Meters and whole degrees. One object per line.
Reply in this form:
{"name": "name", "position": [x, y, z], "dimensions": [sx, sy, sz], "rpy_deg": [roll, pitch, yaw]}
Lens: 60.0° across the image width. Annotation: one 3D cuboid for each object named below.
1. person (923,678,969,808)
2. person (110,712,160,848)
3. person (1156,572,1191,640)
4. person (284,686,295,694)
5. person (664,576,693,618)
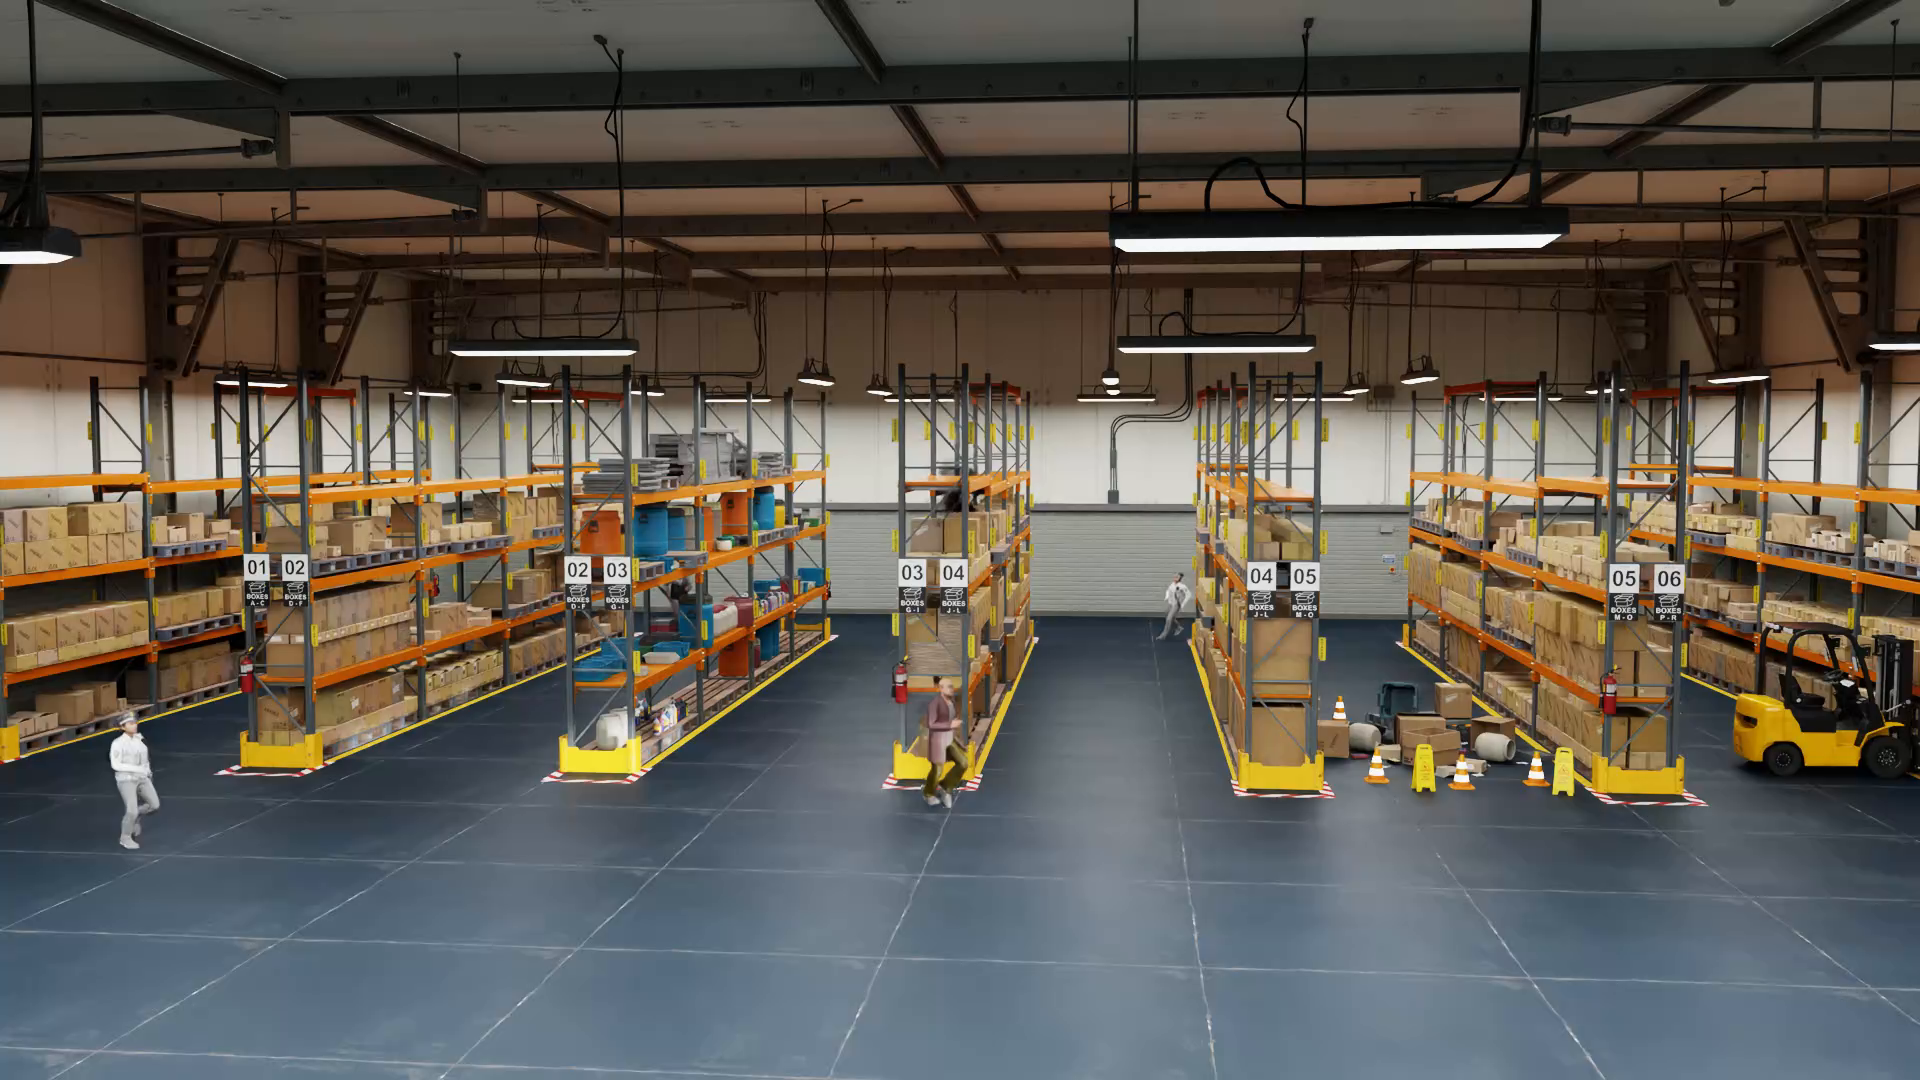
{"name": "person", "position": [-0.204, 2.695, 22.098], "dimensions": [0.866, 1.747, 0.755], "rpy_deg": [4, 5, 44]}
{"name": "person", "position": [-9.930, 2.896, 20.088], "dimensions": [0.540, 1.665, 0.623], "rpy_deg": [1, 4, 22]}
{"name": "person", "position": [5.193, 1.581, 40.202], "dimensions": [0.925, 1.659, 0.640], "rpy_deg": [-3, 5, -36]}
{"name": "person", "position": [-12.171, 2.294, 30.239], "dimensions": [0.559, 1.576, 0.695], "rpy_deg": [0, 4, -3]}
{"name": "person", "position": [-6.974, 1.517, 41.275], "dimensions": [0.661, 1.771, 0.770], "rpy_deg": [-2, 4, -26]}
